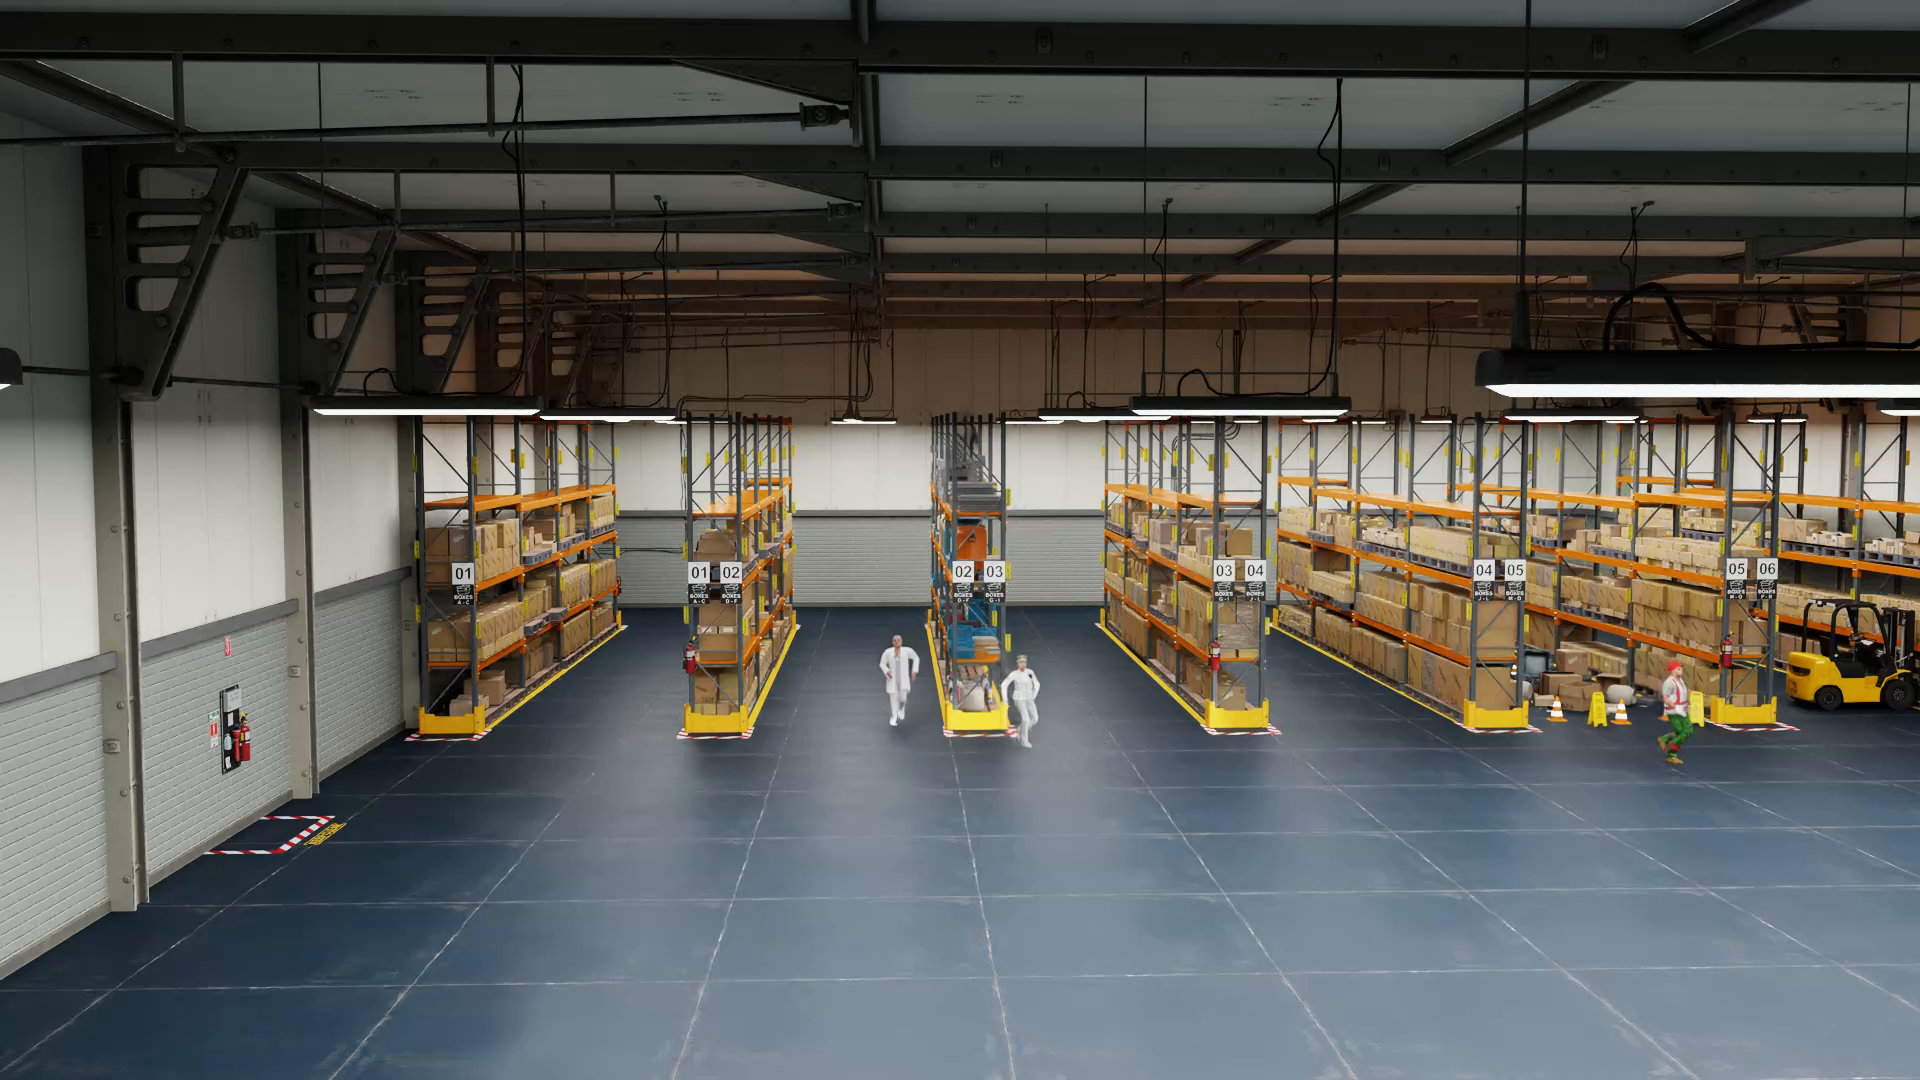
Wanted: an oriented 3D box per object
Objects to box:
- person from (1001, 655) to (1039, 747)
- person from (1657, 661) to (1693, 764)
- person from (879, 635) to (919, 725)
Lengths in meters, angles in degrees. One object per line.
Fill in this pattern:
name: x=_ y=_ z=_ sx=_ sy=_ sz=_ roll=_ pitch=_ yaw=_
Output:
person: x=1.109 y=2.886 z=29.849 sx=0.749 sy=1.668 sz=0.491 roll=-3 pitch=5 yaw=-37
person: x=12.174 y=2.927 z=28.339 sx=0.657 sy=1.734 sz=0.572 roll=-4 pitch=5 yaw=-44
person: x=-1.175 y=2.690 z=31.844 sx=0.742 sy=1.741 sz=0.671 roll=0 pitch=4 yaw=2
